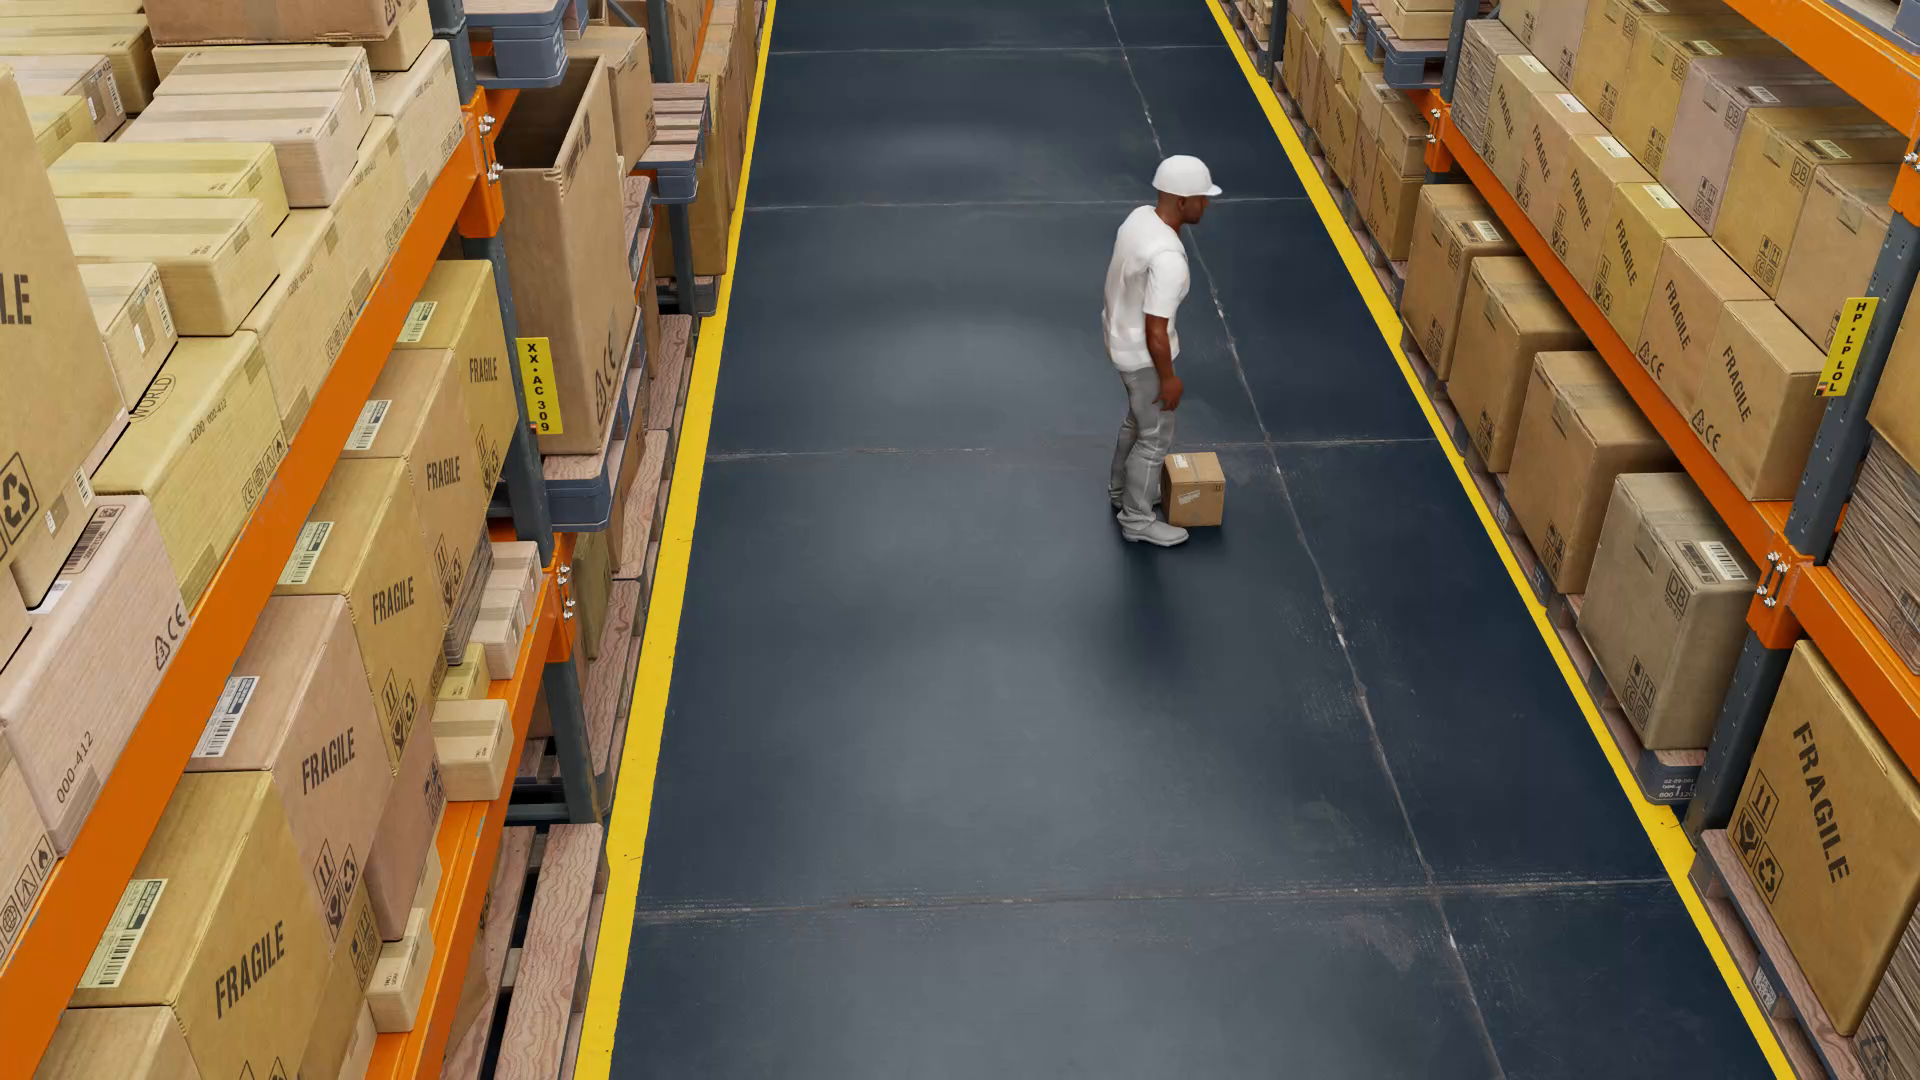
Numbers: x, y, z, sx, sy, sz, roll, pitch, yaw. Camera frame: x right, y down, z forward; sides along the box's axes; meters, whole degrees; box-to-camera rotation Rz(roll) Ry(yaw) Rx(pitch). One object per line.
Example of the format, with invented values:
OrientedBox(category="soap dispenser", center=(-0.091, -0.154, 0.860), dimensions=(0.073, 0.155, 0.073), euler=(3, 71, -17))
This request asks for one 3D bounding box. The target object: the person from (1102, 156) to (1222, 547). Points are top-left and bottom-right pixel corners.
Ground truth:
OrientedBox(category="person", center=(0.862, -0.842, 7.330), dimensions=(0.463, 1.760, 0.634), euler=(-2, 35, -3))
